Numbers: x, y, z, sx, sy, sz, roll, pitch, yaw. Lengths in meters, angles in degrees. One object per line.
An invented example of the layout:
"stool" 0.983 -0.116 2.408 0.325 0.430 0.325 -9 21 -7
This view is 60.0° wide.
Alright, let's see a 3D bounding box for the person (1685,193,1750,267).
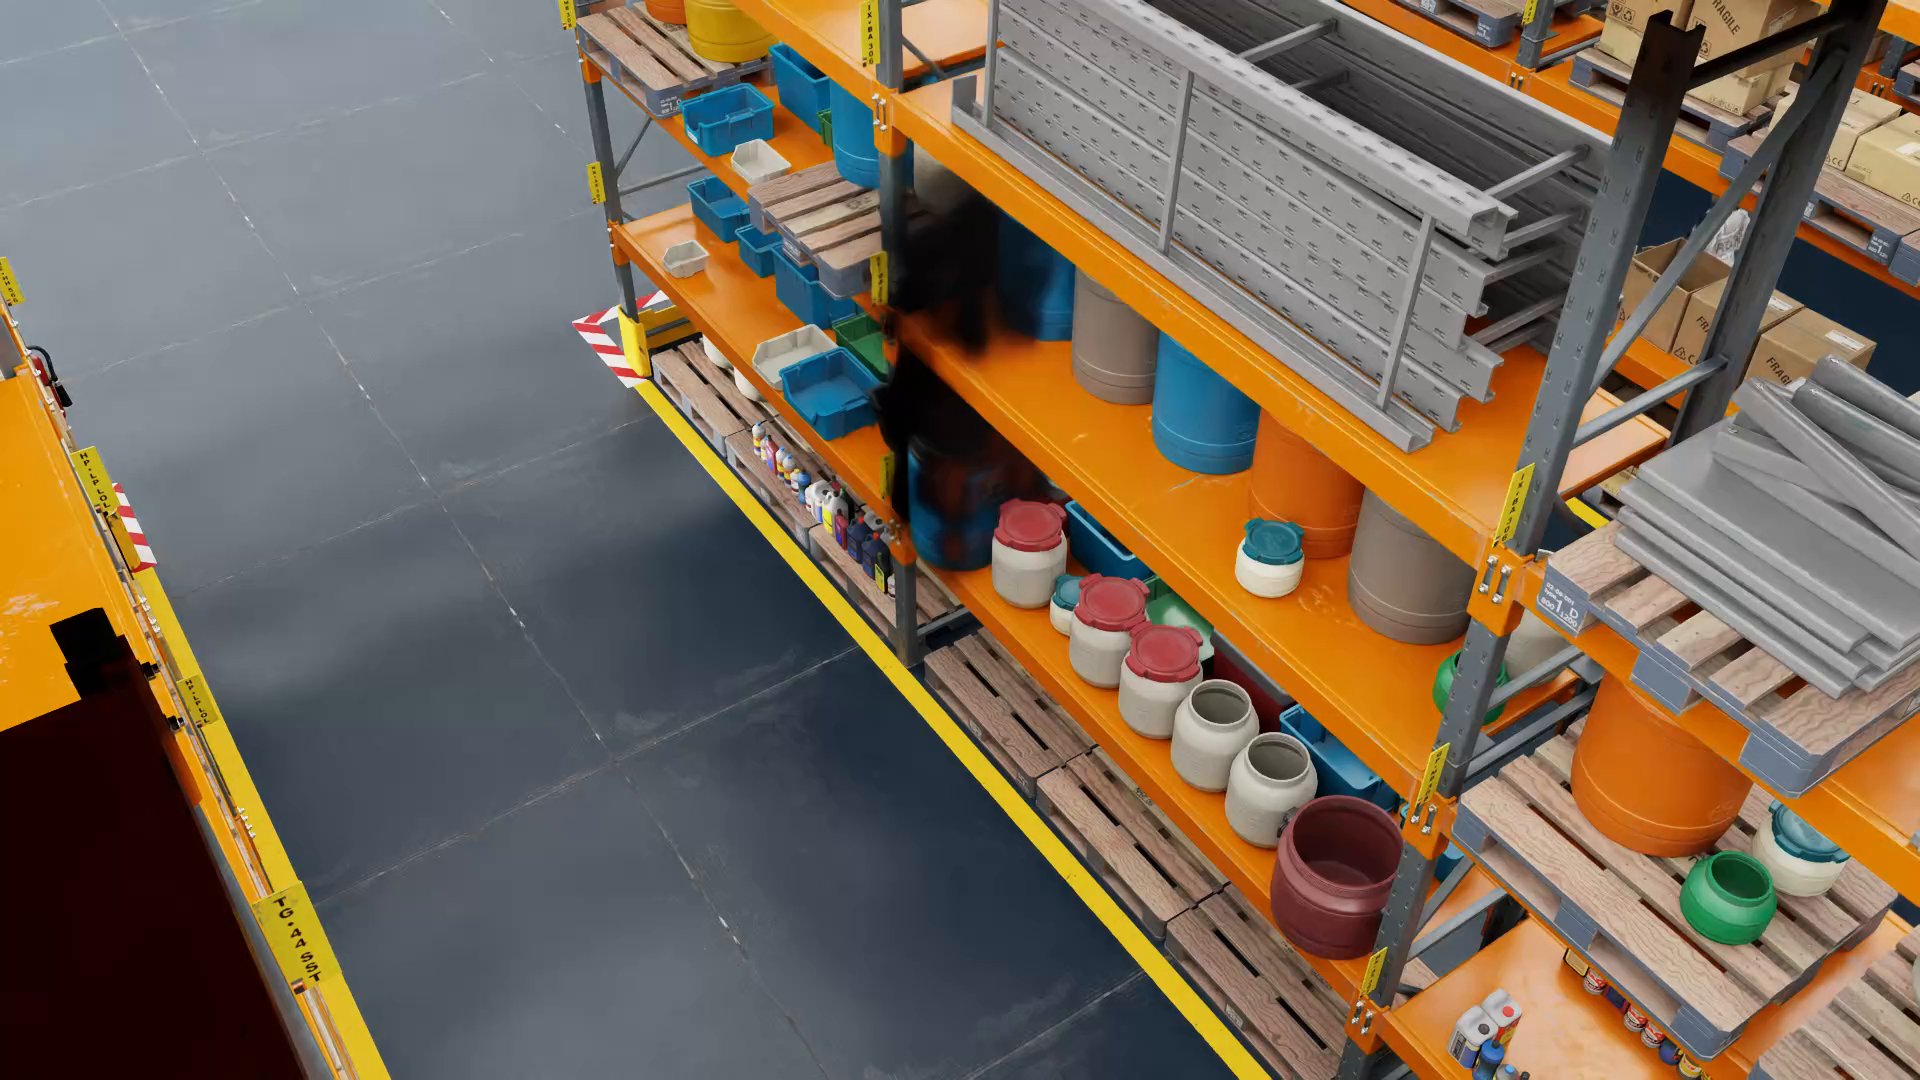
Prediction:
"person" 5.773 -2.053 12.795 0.605 1.644 0.581 -27 49 -26
